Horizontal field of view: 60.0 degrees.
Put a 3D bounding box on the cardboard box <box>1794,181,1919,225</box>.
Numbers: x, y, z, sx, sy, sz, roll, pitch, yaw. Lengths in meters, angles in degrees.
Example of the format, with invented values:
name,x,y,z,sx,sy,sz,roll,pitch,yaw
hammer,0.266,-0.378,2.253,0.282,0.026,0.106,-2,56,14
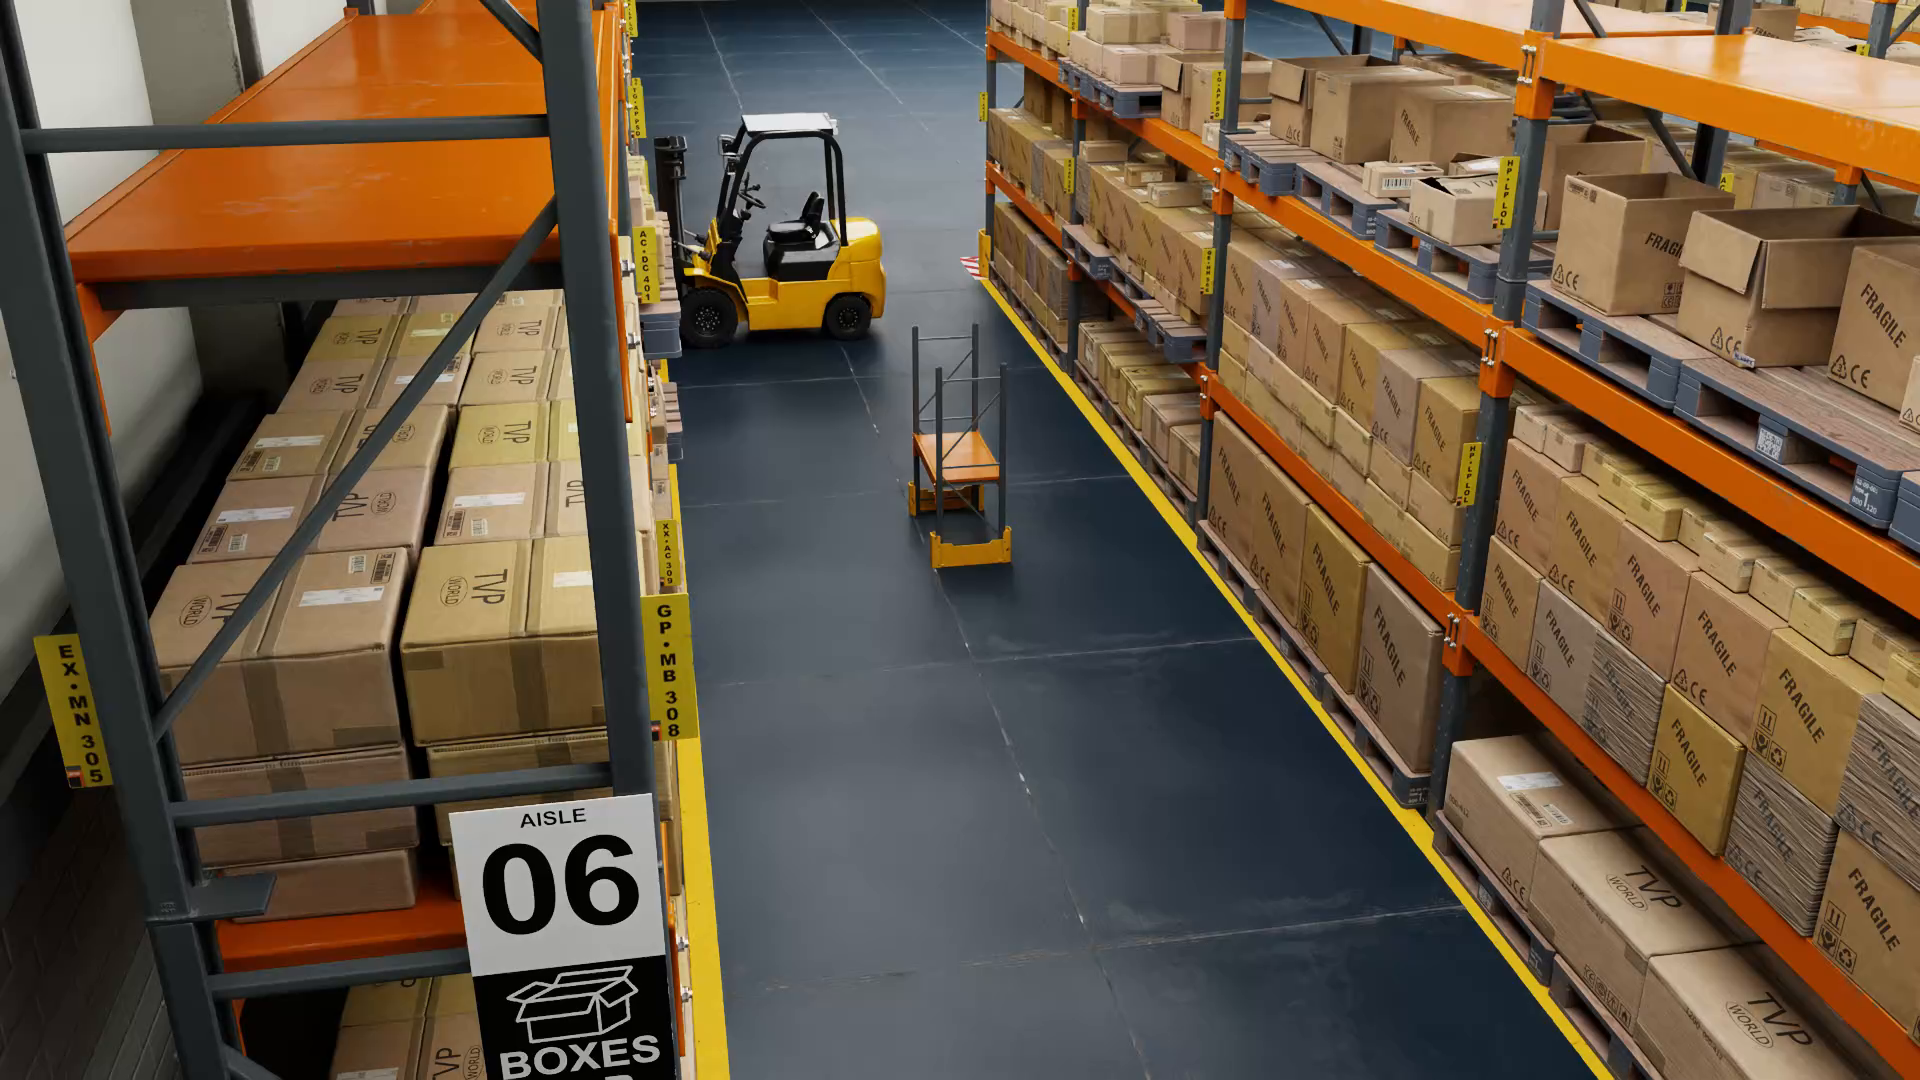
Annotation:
name,x,y,z,sx,sy,sz,roll,pitch,yaw
cardboard box,7.056,-2.531,13.165,0.700,0.500,0.500,-4,24,-10

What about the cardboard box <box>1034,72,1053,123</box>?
name,x,y,z,sx,sy,sz,roll,pitch,yaw
cardboard box,1.199,-4.846,18.095,0.700,0.500,0.500,-4,24,-9

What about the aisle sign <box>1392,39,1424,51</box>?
name,x,y,z,sx,sy,sz,roll,pitch,yaw
aisle sign,5.342,-6.193,19.677,0.394,0.787,0.004,-4,24,-10

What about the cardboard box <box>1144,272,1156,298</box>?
name,x,y,z,sx,sy,sz,roll,pitch,yaw
cardboard box,1.676,-2.035,13.193,0.380,0.149,0.250,-4,24,-9

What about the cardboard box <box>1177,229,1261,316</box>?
name,x,y,z,sx,sy,sz,roll,pitch,yaw
cardboard box,1.926,-1.976,12.248,0.500,0.500,0.500,-5,24,-11

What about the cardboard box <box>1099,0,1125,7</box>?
name,x,y,z,sx,sy,sz,roll,pitch,yaw
cardboard box,1.571,-5.193,16.206,0.380,0.149,0.250,-5,24,-12

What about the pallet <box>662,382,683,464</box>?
name,x,y,z,sx,sy,sz,roll,pitch,yaw
pallet,-2.400,-0.725,10.645,1.213,0.211,1.003,-4,24,-10

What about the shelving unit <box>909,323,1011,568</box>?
name,x,y,z,sx,sy,sz,roll,pitch,yaw
shelving unit,-0.014,-0.717,12.261,0.587,1.500,1.083,-4,24,-10

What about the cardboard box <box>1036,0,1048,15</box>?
name,x,y,z,sx,sy,sz,roll,pitch,yaw
cardboard box,0.964,-5.255,16.348,0.380,0.149,0.250,-4,24,-9

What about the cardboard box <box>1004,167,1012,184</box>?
name,x,y,z,sx,sy,sz,roll,pitch,yaw
cardboard box,0.695,-4.014,18.250,0.380,0.149,0.250,-4,24,-9

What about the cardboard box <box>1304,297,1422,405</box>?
name,x,y,z,sx,sy,sz,roll,pitch,yaw
cardboard box,2.406,-1.138,9.975,0.500,0.500,0.500,-4,24,-9

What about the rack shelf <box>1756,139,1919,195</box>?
name,x,y,z,sx,sy,sz,roll,pitch,yaw
rack shelf,10.913,-4.207,19.276,1.077,0.370,4.000,-4,24,-10

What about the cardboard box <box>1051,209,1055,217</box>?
name,x,y,z,sx,sy,sz,roll,pitch,yaw
cardboard box,1.128,-3.310,16.638,0.380,0.149,0.250,-5,24,-10

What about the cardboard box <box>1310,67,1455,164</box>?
name,x,y,z,sx,sy,sz,roll,pitch,yaw
cardboard box,2.653,-2.681,10.486,0.700,0.500,0.500,-6,24,-12

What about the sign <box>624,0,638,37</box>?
name,x,y,z,sx,sy,sz,roll,pitch,yaw
sign,-2.803,-4.448,14.141,0.100,0.325,0.005,-4,24,-10

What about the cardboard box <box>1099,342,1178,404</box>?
name,x,y,z,sx,sy,sz,roll,pitch,yaw
cardboard box,1.779,-1.516,14.975,0.950,0.372,0.625,-3,24,-6

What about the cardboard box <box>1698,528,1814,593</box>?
name,x,y,z,sx,sy,sz,roll,pitch,yaw
cardboard box,3.089,0.073,6.394,0.380,0.149,0.250,-4,24,-10

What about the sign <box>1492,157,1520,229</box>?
name,x,y,z,sx,sy,sz,roll,pitch,yaw
sign,2.491,-1.582,7.580,0.100,0.325,0.005,-4,24,-10

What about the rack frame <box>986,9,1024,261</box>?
name,x,y,z,sx,sy,sz,roll,pitch,yaw
rack frame,0.804,-4.590,19.254,1.000,3.000,0.127,-4,24,-10

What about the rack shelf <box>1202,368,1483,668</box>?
name,x,y,z,sx,sy,sz,roll,pitch,yaw
rack shelf,2.653,-0.327,10.392,1.077,0.370,4.000,-4,24,-10

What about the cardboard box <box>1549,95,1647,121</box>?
name,x,y,z,sx,sy,sz,roll,pitch,yaw
cardboard box,6.355,-4.134,16.674,0.875,0.550,0.550,-4,24,-10

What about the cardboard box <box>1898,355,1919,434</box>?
name,x,y,z,sx,sy,sz,roll,pitch,yaw
cardboard box,3.535,-0.461,5.515,0.500,0.311,0.500,-4,24,-9

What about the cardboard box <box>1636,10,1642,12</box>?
name,x,y,z,sx,sy,sz,roll,pitch,yaw
cardboard box,6.256,-4.718,15.318,0.258,0.266,0.396,-5,24,-11

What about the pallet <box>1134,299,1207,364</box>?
name,x,y,z,sx,sy,sz,roll,pitch,yaw
pallet,2.047,-1.628,12.712,1.213,0.211,1.003,-4,24,-10

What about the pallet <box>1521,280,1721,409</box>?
name,x,y,z,sx,sy,sz,roll,pitch,yaw
pallet,3.164,-0.881,7.126,1.003,0.211,1.213,-4,24,-10

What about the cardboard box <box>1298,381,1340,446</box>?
name,x,y,z,sx,sy,sz,roll,pitch,yaw
cardboard box,2.389,-0.785,10.106,0.500,0.250,0.500,-4,24,-9

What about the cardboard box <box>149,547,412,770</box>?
name,x,y,z,sx,sy,sz,roll,pitch,yaw
cardboard box,-1.472,0.247,3.623,0.500,0.250,0.500,-5,24,-11

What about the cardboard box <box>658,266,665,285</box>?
name,x,y,z,sx,sy,sz,roll,pitch,yaw
cardboard box,-1.533,-1.250,7.524,0.380,0.149,0.250,-4,24,-9

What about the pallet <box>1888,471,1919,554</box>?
name,x,y,z,sx,sy,sz,roll,pitch,yaw
pallet,3.615,0.078,4.928,1.003,0.211,1.213,-4,24,-10

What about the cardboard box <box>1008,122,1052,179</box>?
name,x,y,z,sx,sy,sz,roll,pitch,yaw
cardboard box,0.813,-4.162,17.777,0.500,0.500,0.500,-5,24,-11

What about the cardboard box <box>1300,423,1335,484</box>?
name,x,y,z,sx,sy,sz,roll,pitch,yaw
cardboard box,2.425,-0.562,10.219,0.500,0.250,0.500,-4,24,-10

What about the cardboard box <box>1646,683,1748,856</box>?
name,x,y,z,sx,sy,sz,roll,pitch,yaw
cardboard box,3.122,0.885,6.593,0.500,0.500,0.500,-4,24,-8

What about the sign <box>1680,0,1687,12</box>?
name,x,y,z,sx,sy,sz,roll,pitch,yaw
sign,6.921,-5.223,15.916,0.100,0.325,0.005,-4,24,-10

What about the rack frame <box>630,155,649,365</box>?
name,x,y,z,sx,sy,sz,roll,pitch,yaw
rack frame,-2.594,-1.075,11.205,1.000,3.000,0.127,-4,24,-10

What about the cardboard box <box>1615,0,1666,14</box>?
name,x,y,z,sx,sy,sz,roll,pitch,yaw
cardboard box,6.574,-5.316,16.336,0.500,0.250,0.500,-4,24,-9

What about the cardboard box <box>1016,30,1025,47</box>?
name,x,y,z,sx,sy,sz,roll,pitch,yaw
cardboard box,0.789,-5.187,17.188,0.380,0.149,0.250,-4,24,-9

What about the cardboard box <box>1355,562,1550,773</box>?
name,x,y,z,sx,sy,sz,roll,pitch,yaw
cardboard box,2.829,0.673,9.333,0.875,0.875,0.875,-4,24,-8

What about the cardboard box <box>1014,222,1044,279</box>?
name,x,y,z,sx,sy,sz,roll,pitch,yaw
cardboard box,0.872,-3.116,17.853,0.500,0.500,0.500,-4,24,-9

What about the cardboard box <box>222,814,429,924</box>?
name,x,y,z,sx,sy,sz,roll,pitch,yaw
cardboard box,-1.402,0.704,3.699,0.380,0.149,0.250,-4,24,-8

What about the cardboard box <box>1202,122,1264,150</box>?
name,x,y,z,sx,sy,sz,roll,pitch,yaw
cardboard box,1.964,-2.908,11.970,0.380,0.149,0.250,-4,24,-10

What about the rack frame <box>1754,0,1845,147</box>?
name,x,y,z,sx,sy,sz,roll,pitch,yaw
rack frame,10.543,-5.323,20.934,1.000,3.000,0.127,-4,24,-10

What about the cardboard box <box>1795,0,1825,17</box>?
name,x,y,z,sx,sy,sz,roll,pitch,yaw
cardboard box,10.378,-6.421,19.886,0.500,0.250,0.500,-4,24,-8

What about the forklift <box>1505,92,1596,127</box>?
name,x,y,z,sx,sy,sz,roll,pitch,yaw
forklift,4.652,-2.433,14.402,1.130,2.935,3.031,2,24,5

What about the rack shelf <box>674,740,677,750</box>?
name,x,y,z,sx,sy,sz,roll,pitch,yaw
rack shelf,-1.485,1.615,5.945,1.077,0.370,4.000,-4,24,-10

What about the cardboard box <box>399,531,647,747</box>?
name,x,y,z,sx,sy,sz,roll,pitch,yaw
cardboard box,-0.950,0.208,3.712,0.500,0.250,0.500,-5,24,-10

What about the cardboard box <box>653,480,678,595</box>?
name,x,y,z,sx,sy,sz,roll,pitch,yaw
cardboard box,-1.724,0.054,7.972,0.700,0.500,0.500,-4,24,-8

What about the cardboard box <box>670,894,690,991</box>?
name,x,y,z,sx,sy,sz,roll,pitch,yaw
cardboard box,-1.125,1.409,5.335,0.500,0.250,0.500,-5,24,-11

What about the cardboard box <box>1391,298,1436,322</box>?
name,x,y,z,sx,sy,sz,roll,pitch,yaw
cardboard box,2.910,-1.167,10.042,0.500,0.500,0.500,-5,24,-11

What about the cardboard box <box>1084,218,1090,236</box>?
name,x,y,z,sx,sy,sz,roll,pitch,yaw
cardboard box,1.335,-2.853,15.067,0.380,0.149,0.250,-4,24,-9

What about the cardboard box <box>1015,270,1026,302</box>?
name,x,y,z,sx,sy,sz,roll,pitch,yaw
cardboard box,0.881,-2.770,17.997,0.500,0.250,0.500,-3,24,-6

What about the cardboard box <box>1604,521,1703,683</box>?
name,x,y,z,sx,sy,sz,roll,pitch,yaw
cardboard box,3.044,0.233,6.838,0.500,0.500,0.500,-4,24,-9

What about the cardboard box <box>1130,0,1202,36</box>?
name,x,y,z,sx,sy,sz,roll,pitch,yaw
cardboard box,1.776,-4.526,14.397,0.500,0.250,0.500,-4,24,-9

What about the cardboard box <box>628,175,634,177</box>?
name,x,y,z,sx,sy,sz,roll,pitch,yaw
cardboard box,-1.782,-1.683,8.144,0.380,0.149,0.250,-4,24,-9

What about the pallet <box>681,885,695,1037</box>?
name,x,y,z,sx,sy,sz,roll,pitch,yaw
pallet,-1.729,2.047,7.542,1.003,0.211,1.213,-4,24,-10

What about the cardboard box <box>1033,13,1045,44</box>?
name,x,y,z,sx,sy,sz,roll,pitch,yaw
cardboard box,1.023,-5.013,16.291,0.500,0.250,0.500,-5,24,-11

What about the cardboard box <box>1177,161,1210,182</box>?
name,x,y,z,sx,sy,sz,roll,pitch,yaw
cardboard box,2.065,-3.147,14.120,0.380,0.149,0.250,-5,24,-12

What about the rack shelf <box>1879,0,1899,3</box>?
name,x,y,z,sx,sy,sz,roll,pitch,yaw
rack shelf,7.499,-3.299,10.201,1.077,0.370,4.000,-4,24,-10
